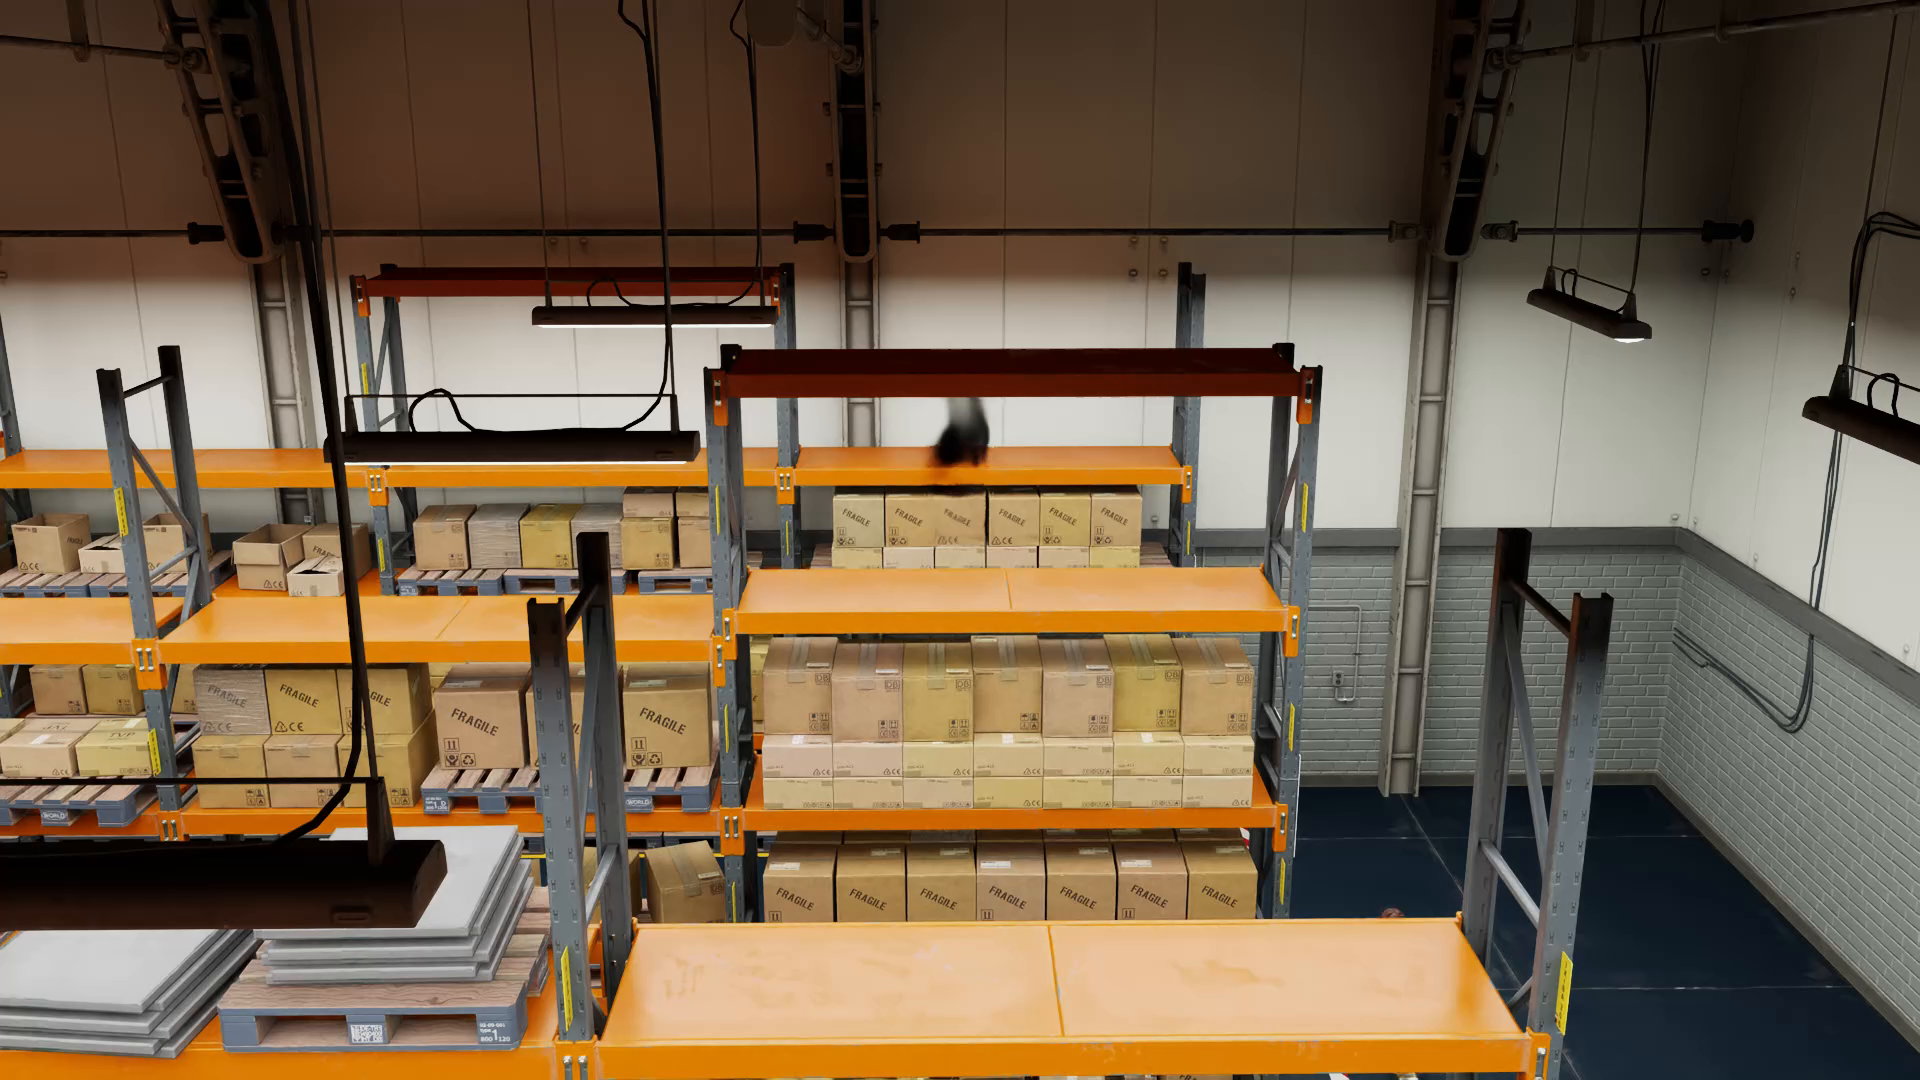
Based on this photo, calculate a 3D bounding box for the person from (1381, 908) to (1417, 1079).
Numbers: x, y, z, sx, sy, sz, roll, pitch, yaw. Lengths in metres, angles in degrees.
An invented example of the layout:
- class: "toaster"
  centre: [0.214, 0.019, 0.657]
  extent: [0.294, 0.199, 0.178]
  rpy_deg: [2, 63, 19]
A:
- class: "person"
  centre: [3.418, 3.583, 13.446]
  extent: [0.484, 1.496, 0.999]
  rpy_deg: [-2, 16, -7]
